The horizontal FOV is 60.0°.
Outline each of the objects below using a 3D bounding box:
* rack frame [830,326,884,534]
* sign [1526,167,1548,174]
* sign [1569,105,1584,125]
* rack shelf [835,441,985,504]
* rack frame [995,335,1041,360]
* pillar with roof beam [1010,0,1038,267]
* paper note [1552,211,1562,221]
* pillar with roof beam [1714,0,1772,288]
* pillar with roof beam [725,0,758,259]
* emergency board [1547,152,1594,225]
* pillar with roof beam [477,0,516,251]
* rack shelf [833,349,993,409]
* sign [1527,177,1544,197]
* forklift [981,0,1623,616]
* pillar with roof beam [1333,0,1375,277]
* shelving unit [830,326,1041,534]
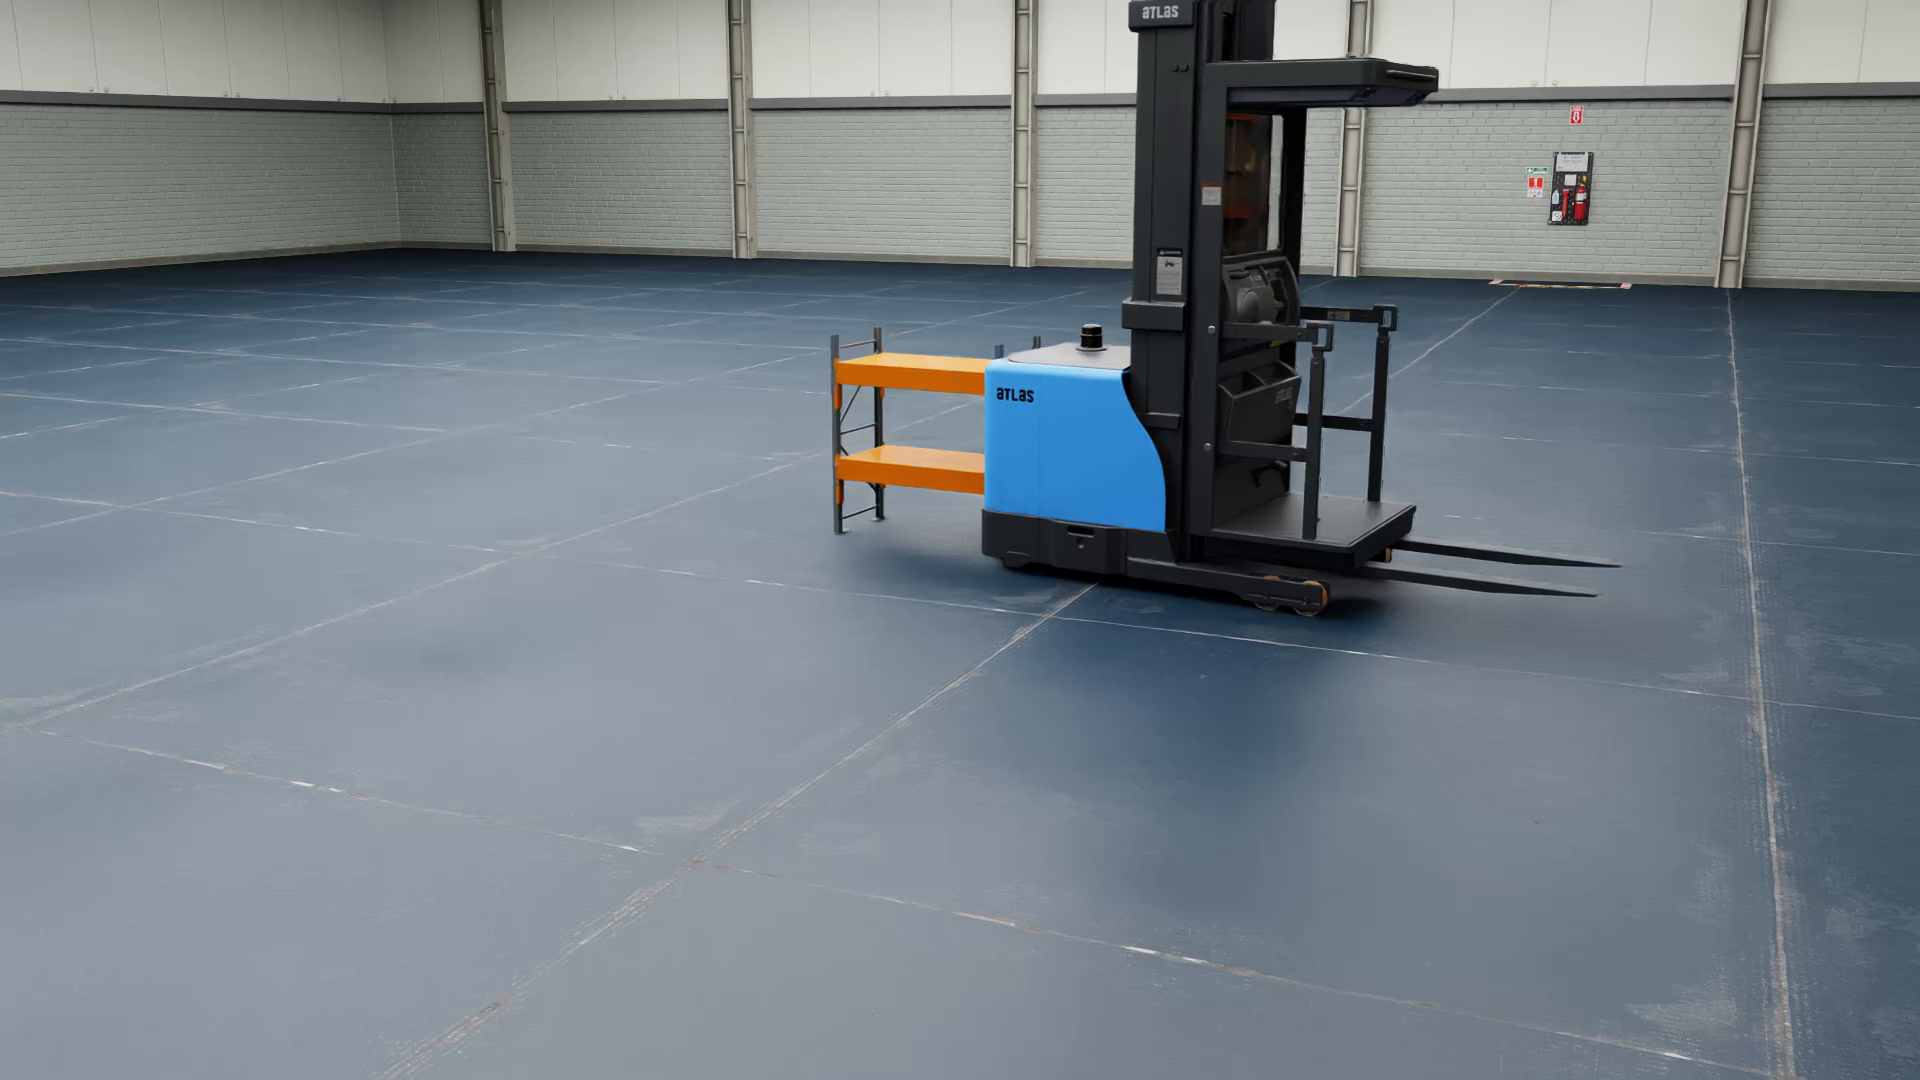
[{"bbox_3d":[-0.582,-0.632,9.485,0.032,1.125,0.500,7,15,28],"label":"rack frame"},{"bbox_3d":[9.439,-6.044,27.207,0.331,0.109,0.001,6,14,23],"label":"sign"},{"bbox_3d":[9.935,-6.848,26.798,0.199,0.298,0.001,6,14,23],"label":"sign"},{"bbox_3d":[-0.135,-0.339,9.305,1.000,0.278,0.538,7,15,28],"label":"rack shelf"},{"bbox_3d":[0.313,-0.521,9.015,0.032,1.125,0.500,7,15,28],"label":"rack frame"},{"bbox_3d":[-0.569,-8.593,26.177,0.400,9.000,9.100,6,14,23],"label":"pillar with roof beam"},{"bbox_3d":[9.768,-5.300,27.203,0.142,0.148,0.016,6,14,23],"label":"paper note"},{"bbox_3d":[10.403,-7.483,21.445,0.400,9.000,9.100,6,14,23],"label":"pillar with roof beam"},{"bbox_3d":[-6.055,-9.148,28.543,0.400,9.000,9.100,6,14,23],"label":"pillar with roof beam"},{"bbox_3d":[9.902,-5.698,26.971,0.643,1.169,0.194,6,14,23],"label":"emergency board"},{"bbox_3d":[-11.541,-9.703,30.909,0.400,9.000,9.100,6,14,23],"label":"pillar with roof beam"},{"bbox_3d":[-0.135,-0.862,9.183,1.000,0.278,0.538,7,15,28],"label":"rack shelf"},{"bbox_3d":[9.439,-5.788,27.277,0.234,0.329,0.001,6,14,23],"label":"sign"},{"bbox_3d":[1.642,-1.210,7.994,3.031,2.935,1.130,8,15,30],"label":"forklift"},{"bbox_3d":[4.917,-8.038,23.811,0.400,9.000,9.100,6,14,23],"label":"pillar with roof beam"},{"bbox_3d":[-0.135,-0.577,9.250,1.048,1.125,0.538,7,15,28],"label":"shelving unit"}]
